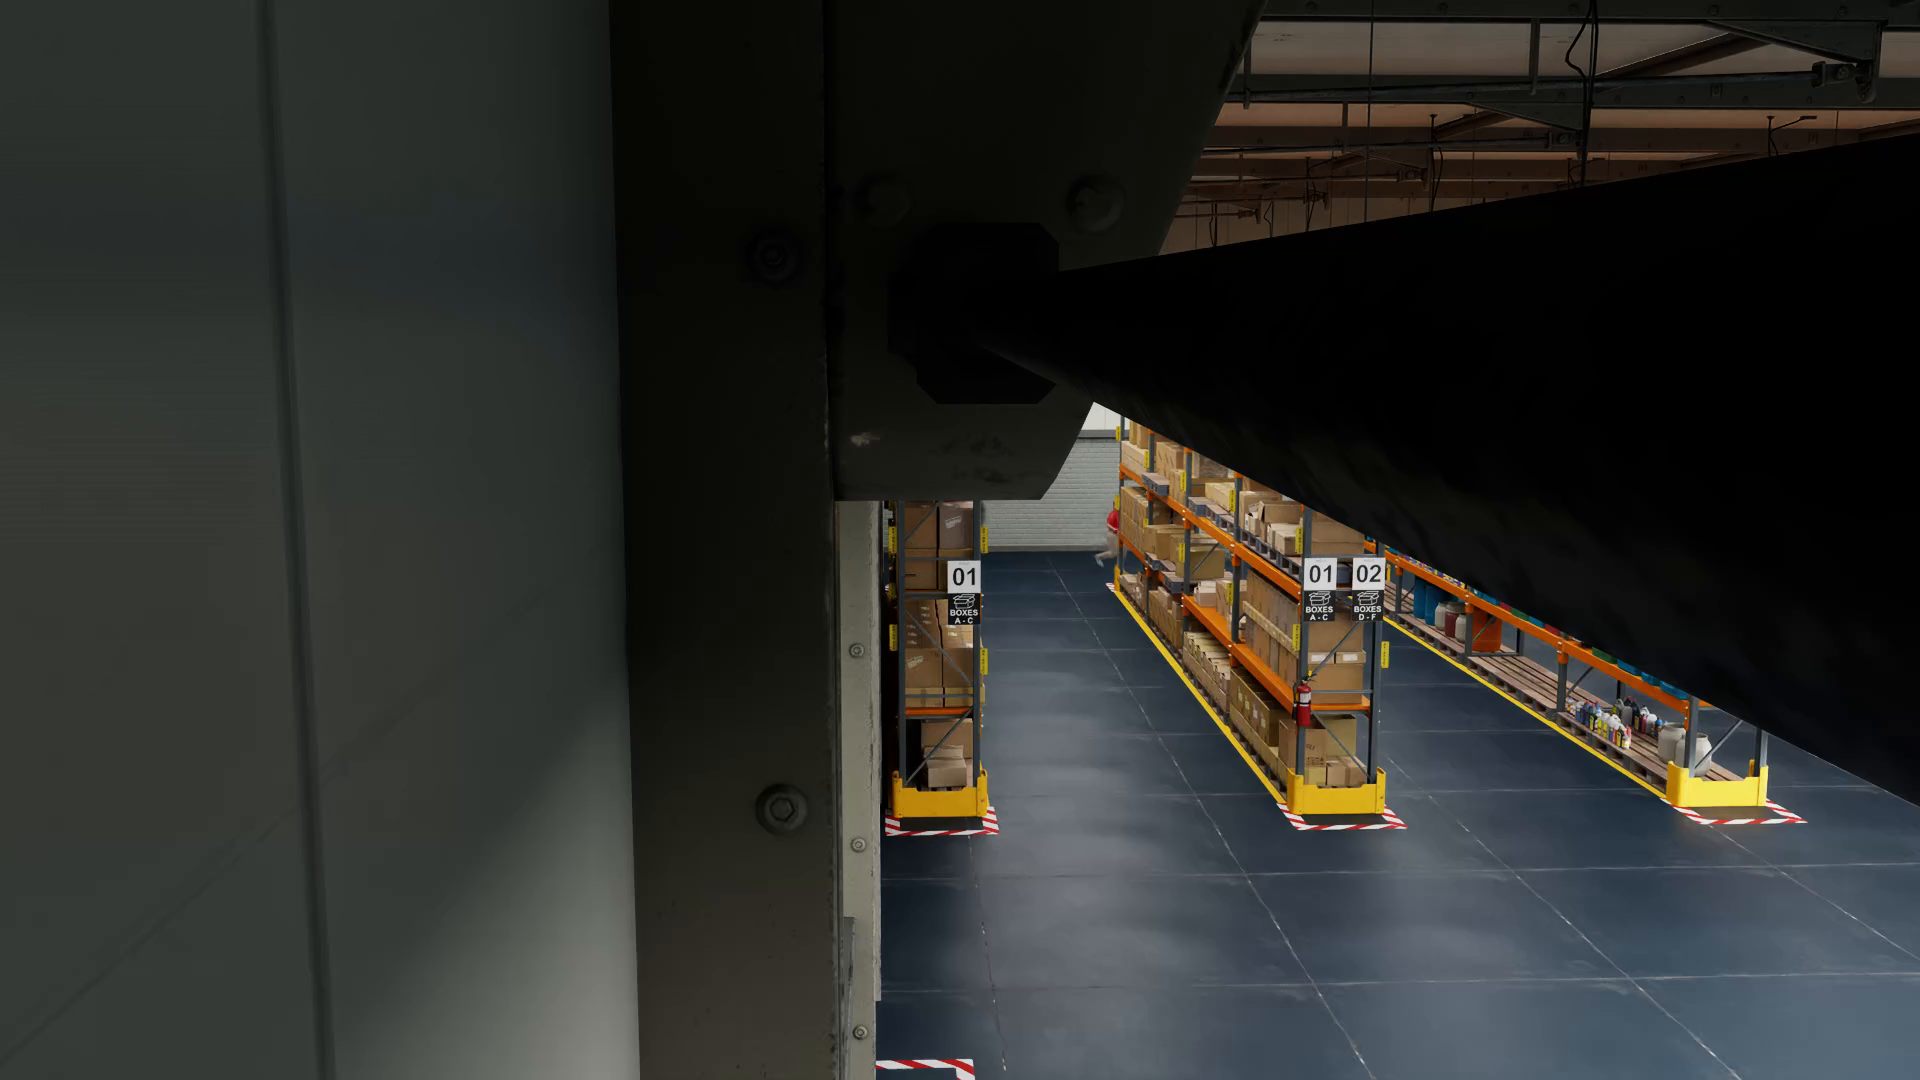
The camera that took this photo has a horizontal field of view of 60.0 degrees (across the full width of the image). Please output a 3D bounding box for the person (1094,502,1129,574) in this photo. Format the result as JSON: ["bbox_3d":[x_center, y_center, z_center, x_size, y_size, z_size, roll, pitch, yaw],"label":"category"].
[{"bbox_3d":[3.573,-0.064,38.807,0.849,1.724,0.690,4,9,26],"label":"person"}]
